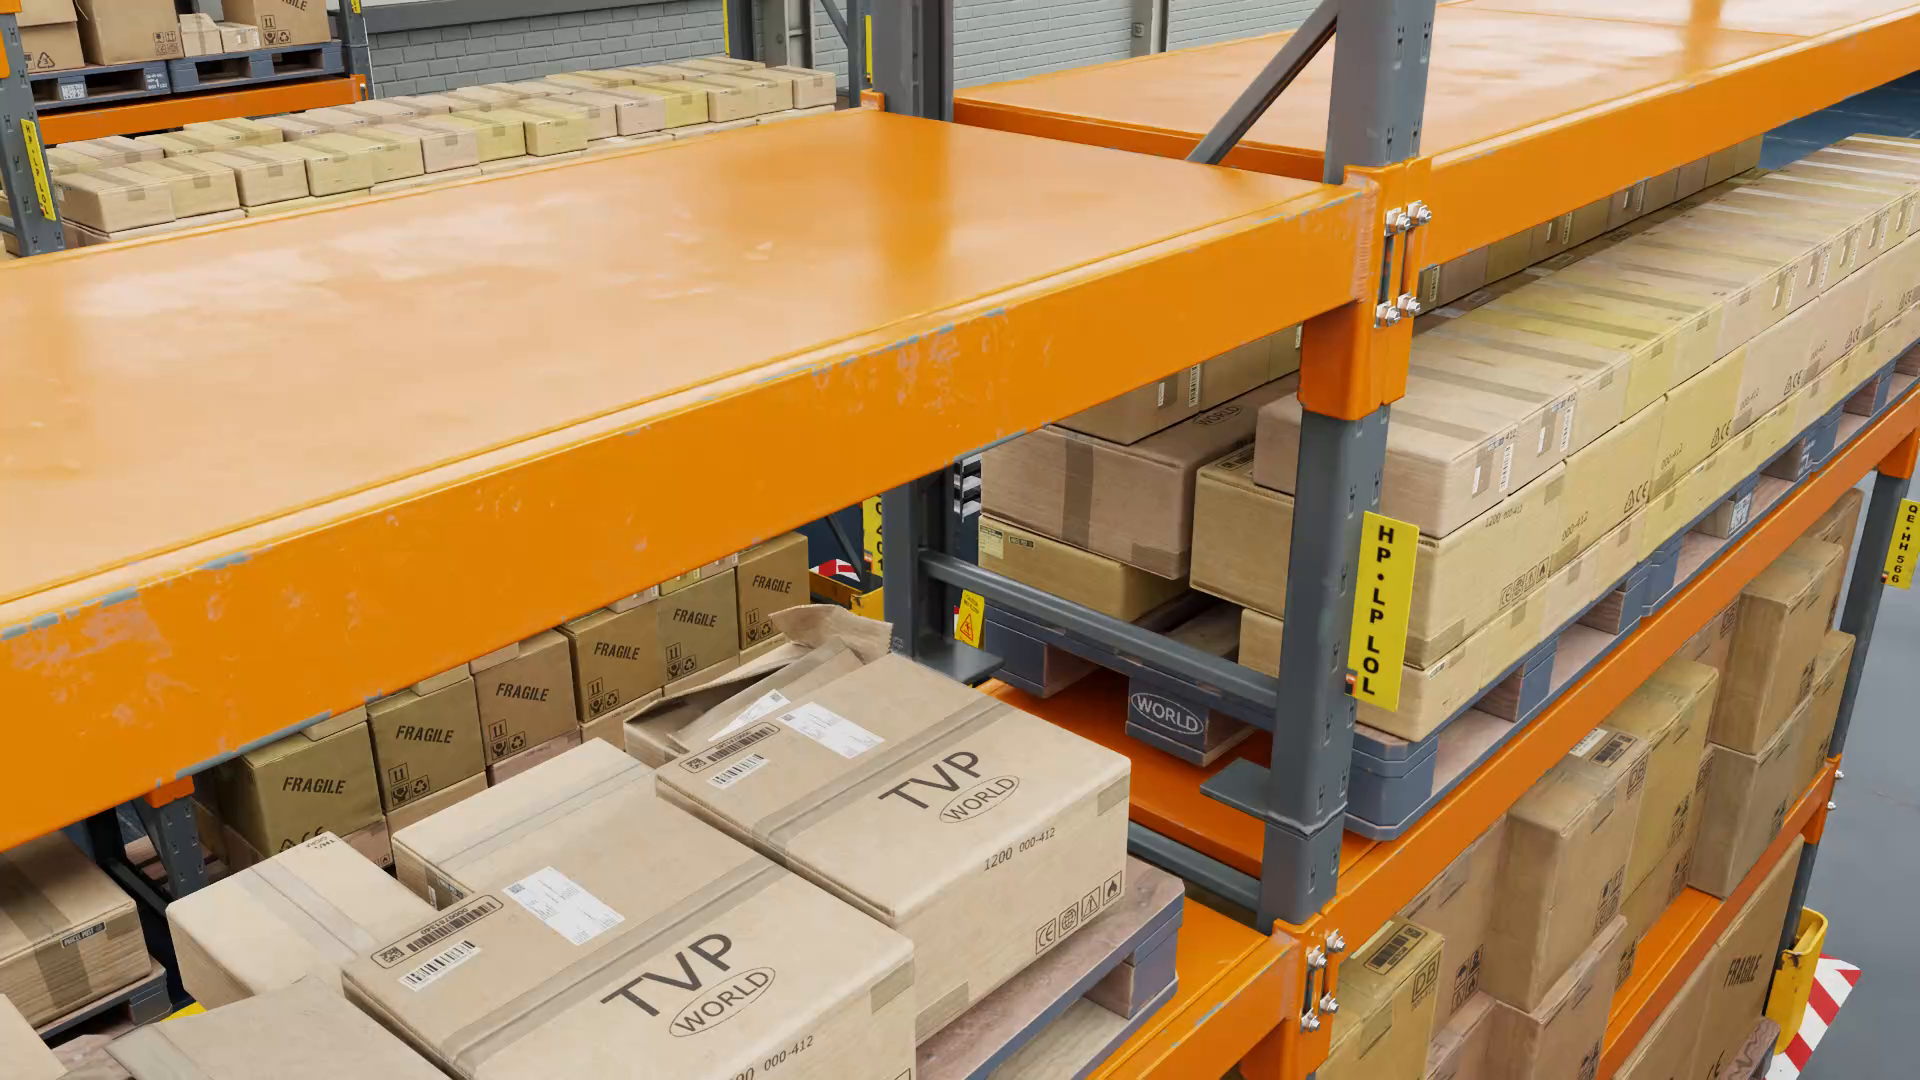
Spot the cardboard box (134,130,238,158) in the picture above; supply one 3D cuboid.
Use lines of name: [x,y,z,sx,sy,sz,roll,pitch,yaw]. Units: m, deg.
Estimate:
cardboard box: [-3.093,-1.532,6.666,0.380,0.149,0.250,21,32,39]

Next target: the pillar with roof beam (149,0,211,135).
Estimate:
pillar with roof beam: [-2.458,-3.771,8.662,9.100,9.000,0.400,20,31,38]

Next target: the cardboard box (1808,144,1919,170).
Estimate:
cardboard box: [2.785,-1.085,5.033,0.380,0.149,0.250,20,31,38]

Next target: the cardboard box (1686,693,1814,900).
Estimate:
cardboard box: [2.360,0.730,5.772,0.875,0.550,0.550,20,31,38]

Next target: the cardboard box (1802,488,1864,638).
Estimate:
cardboard box: [2.648,0.041,5.989,0.875,0.550,0.550,20,31,38]

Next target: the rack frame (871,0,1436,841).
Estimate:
rack frame: [0.255,-1.019,2.524,1.000,3.000,0.127,20,31,38]

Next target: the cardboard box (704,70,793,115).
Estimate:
cardboard box: [-1.035,-2.187,8.128,0.380,0.149,0.250,21,31,38]

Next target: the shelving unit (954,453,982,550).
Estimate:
shelving unit: [-0.005,-0.408,11.060,0.258,0.900,0.210,20,31,38]

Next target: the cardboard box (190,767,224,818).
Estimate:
cardboard box: [-3.303,0.865,7.586,0.500,0.500,0.500,20,31,37]

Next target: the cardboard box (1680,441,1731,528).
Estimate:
cardboard box: [1.600,-0.180,3.990,0.380,0.149,0.250,20,31,38]

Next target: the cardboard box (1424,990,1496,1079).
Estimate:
cardboard box: [0.843,1.360,4.366,0.875,0.550,0.550,20,31,38]

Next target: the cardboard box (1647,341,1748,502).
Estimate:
cardboard box: [1.462,-0.336,3.850,0.500,0.250,0.500,20,31,37]

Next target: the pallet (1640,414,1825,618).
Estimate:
pallet: [1.623,-0.226,4.531,1.003,0.211,1.213,20,31,38]

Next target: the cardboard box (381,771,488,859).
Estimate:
cardboard box: [-2.556,1.189,7.780,0.500,0.250,0.500,-22,32,-40]

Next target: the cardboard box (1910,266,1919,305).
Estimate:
cardboard box: [2.806,-0.948,5.216,0.500,0.250,0.500,21,31,38]

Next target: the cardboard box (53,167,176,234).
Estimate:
cardboard box: [-3.045,-1.227,5.987,0.380,0.149,0.250,19,31,37]

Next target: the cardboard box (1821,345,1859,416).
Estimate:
cardboard box: [2.276,-0.488,4.677,0.380,0.149,0.250,20,31,37]

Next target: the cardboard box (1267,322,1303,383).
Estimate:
cardboard box: [0.599,-0.489,3.704,0.380,0.149,0.250,20,31,37]

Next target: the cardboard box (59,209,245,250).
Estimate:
cardboard box: [-3.001,-1.098,6.186,0.500,0.250,0.500,19,31,36]

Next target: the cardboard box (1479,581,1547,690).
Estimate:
cardboard box: [0.923,0.129,3.300,0.380,0.149,0.250,20,31,38]

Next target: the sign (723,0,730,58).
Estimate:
sign: [-1.233,-2.737,8.953,0.100,0.325,0.005,20,31,38]

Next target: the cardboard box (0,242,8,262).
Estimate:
cardboard box: [-6.091,-1.772,10.256,0.380,0.149,0.250,20,31,37]

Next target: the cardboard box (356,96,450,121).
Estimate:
cardboard box: [-2.486,-1.875,7.432,0.380,0.149,0.250,21,31,38]

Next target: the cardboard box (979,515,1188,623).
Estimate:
cardboard box: [0.260,0.029,3.525,0.380,0.149,0.250,20,31,37]

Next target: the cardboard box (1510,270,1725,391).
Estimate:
cardboard box: [1.430,-0.466,3.654,0.380,0.149,0.250,21,31,38]

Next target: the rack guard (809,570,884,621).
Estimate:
rack guard: [-0.880,0.343,9.875,1.175,0.500,0.348,20,31,38]

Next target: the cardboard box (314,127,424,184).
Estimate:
cardboard box: [-2.387,-1.555,6.717,0.380,0.149,0.250,19,30,36]

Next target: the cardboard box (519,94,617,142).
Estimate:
cardboard box: [-1.762,-1.896,7.479,0.380,0.149,0.250,19,30,36]

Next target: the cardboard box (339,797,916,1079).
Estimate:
cardboard box: [-0.405,0.617,2.089,0.500,0.250,0.500,20,31,37]

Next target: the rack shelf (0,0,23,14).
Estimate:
rack shelf: [-2.164,-2.620,6.977,1.077,0.370,4.000,20,31,38]

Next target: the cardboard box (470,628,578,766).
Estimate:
cardboard box: [-2.208,0.688,7.979,0.500,0.500,0.500,22,32,40]

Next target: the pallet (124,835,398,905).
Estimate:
pallet: [-3.077,1.456,7.746,1.003,0.211,1.213,20,31,38]

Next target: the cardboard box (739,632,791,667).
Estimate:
cardboard box: [-1.184,0.569,9.162,0.500,0.250,0.500,20,31,37]

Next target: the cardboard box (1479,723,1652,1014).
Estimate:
cardboard box: [1.270,0.728,4.457,0.875,0.550,0.550,20,31,38]

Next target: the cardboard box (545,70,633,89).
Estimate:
cardboard box: [-1.810,-2.190,8.134,0.380,0.149,0.250,20,31,37]

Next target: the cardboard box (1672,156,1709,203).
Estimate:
cardboard box: [2.127,-1.187,5.261,0.380,0.149,0.250,20,31,37]

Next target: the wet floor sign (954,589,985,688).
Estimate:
wet floor sign: [0.095,0.487,9.374,0.232,0.644,0.267,-12,27,-25]

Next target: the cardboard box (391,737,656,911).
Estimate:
cardboard box: [-0.622,0.475,2.529,0.250,0.149,0.380,20,31,38]

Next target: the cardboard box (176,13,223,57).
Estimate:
cardboard box: [-5.024,-3.307,10.823,0.396,0.266,0.258,20,31,38]

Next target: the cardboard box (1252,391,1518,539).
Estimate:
cardboard box: [0.751,-0.155,2.960,0.380,0.149,0.250,20,31,38]

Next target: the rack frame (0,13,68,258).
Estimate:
rack frame: [-3.498,-2.340,5.470,1.000,3.000,0.127,20,31,38]

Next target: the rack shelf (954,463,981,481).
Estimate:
rack shelf: [-0.005,-0.460,11.037,0.258,0.077,0.200,20,31,38]

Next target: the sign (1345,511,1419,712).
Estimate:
sign: [0.666,0.115,2.644,0.100,0.325,0.005,20,31,38]

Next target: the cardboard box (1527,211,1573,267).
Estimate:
cardboard box: [1.445,-0.876,4.567,0.380,0.149,0.250,21,31,38]

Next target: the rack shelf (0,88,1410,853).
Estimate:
rack shelf: [-1.080,0.101,1.394,1.077,0.370,4.000,20,31,38]

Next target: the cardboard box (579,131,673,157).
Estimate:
cardboard box: [-1.649,-1.715,7.563,0.500,0.250,0.500,21,32,39]

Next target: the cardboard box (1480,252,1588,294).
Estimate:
cardboard box: [1.402,-0.635,4.518,0.500,0.250,0.500,20,31,37]

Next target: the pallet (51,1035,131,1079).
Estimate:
pallet: [-1.280,1.102,1.690,1.003,0.211,1.213,22,32,40]

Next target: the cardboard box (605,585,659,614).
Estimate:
cardboard box: [-1.712,0.205,8.265,0.380,0.149,0.250,22,32,40]

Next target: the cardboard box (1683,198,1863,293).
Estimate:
cardboard box: [2.104,-0.773,4.338,0.380,0.149,0.250,20,31,37]
